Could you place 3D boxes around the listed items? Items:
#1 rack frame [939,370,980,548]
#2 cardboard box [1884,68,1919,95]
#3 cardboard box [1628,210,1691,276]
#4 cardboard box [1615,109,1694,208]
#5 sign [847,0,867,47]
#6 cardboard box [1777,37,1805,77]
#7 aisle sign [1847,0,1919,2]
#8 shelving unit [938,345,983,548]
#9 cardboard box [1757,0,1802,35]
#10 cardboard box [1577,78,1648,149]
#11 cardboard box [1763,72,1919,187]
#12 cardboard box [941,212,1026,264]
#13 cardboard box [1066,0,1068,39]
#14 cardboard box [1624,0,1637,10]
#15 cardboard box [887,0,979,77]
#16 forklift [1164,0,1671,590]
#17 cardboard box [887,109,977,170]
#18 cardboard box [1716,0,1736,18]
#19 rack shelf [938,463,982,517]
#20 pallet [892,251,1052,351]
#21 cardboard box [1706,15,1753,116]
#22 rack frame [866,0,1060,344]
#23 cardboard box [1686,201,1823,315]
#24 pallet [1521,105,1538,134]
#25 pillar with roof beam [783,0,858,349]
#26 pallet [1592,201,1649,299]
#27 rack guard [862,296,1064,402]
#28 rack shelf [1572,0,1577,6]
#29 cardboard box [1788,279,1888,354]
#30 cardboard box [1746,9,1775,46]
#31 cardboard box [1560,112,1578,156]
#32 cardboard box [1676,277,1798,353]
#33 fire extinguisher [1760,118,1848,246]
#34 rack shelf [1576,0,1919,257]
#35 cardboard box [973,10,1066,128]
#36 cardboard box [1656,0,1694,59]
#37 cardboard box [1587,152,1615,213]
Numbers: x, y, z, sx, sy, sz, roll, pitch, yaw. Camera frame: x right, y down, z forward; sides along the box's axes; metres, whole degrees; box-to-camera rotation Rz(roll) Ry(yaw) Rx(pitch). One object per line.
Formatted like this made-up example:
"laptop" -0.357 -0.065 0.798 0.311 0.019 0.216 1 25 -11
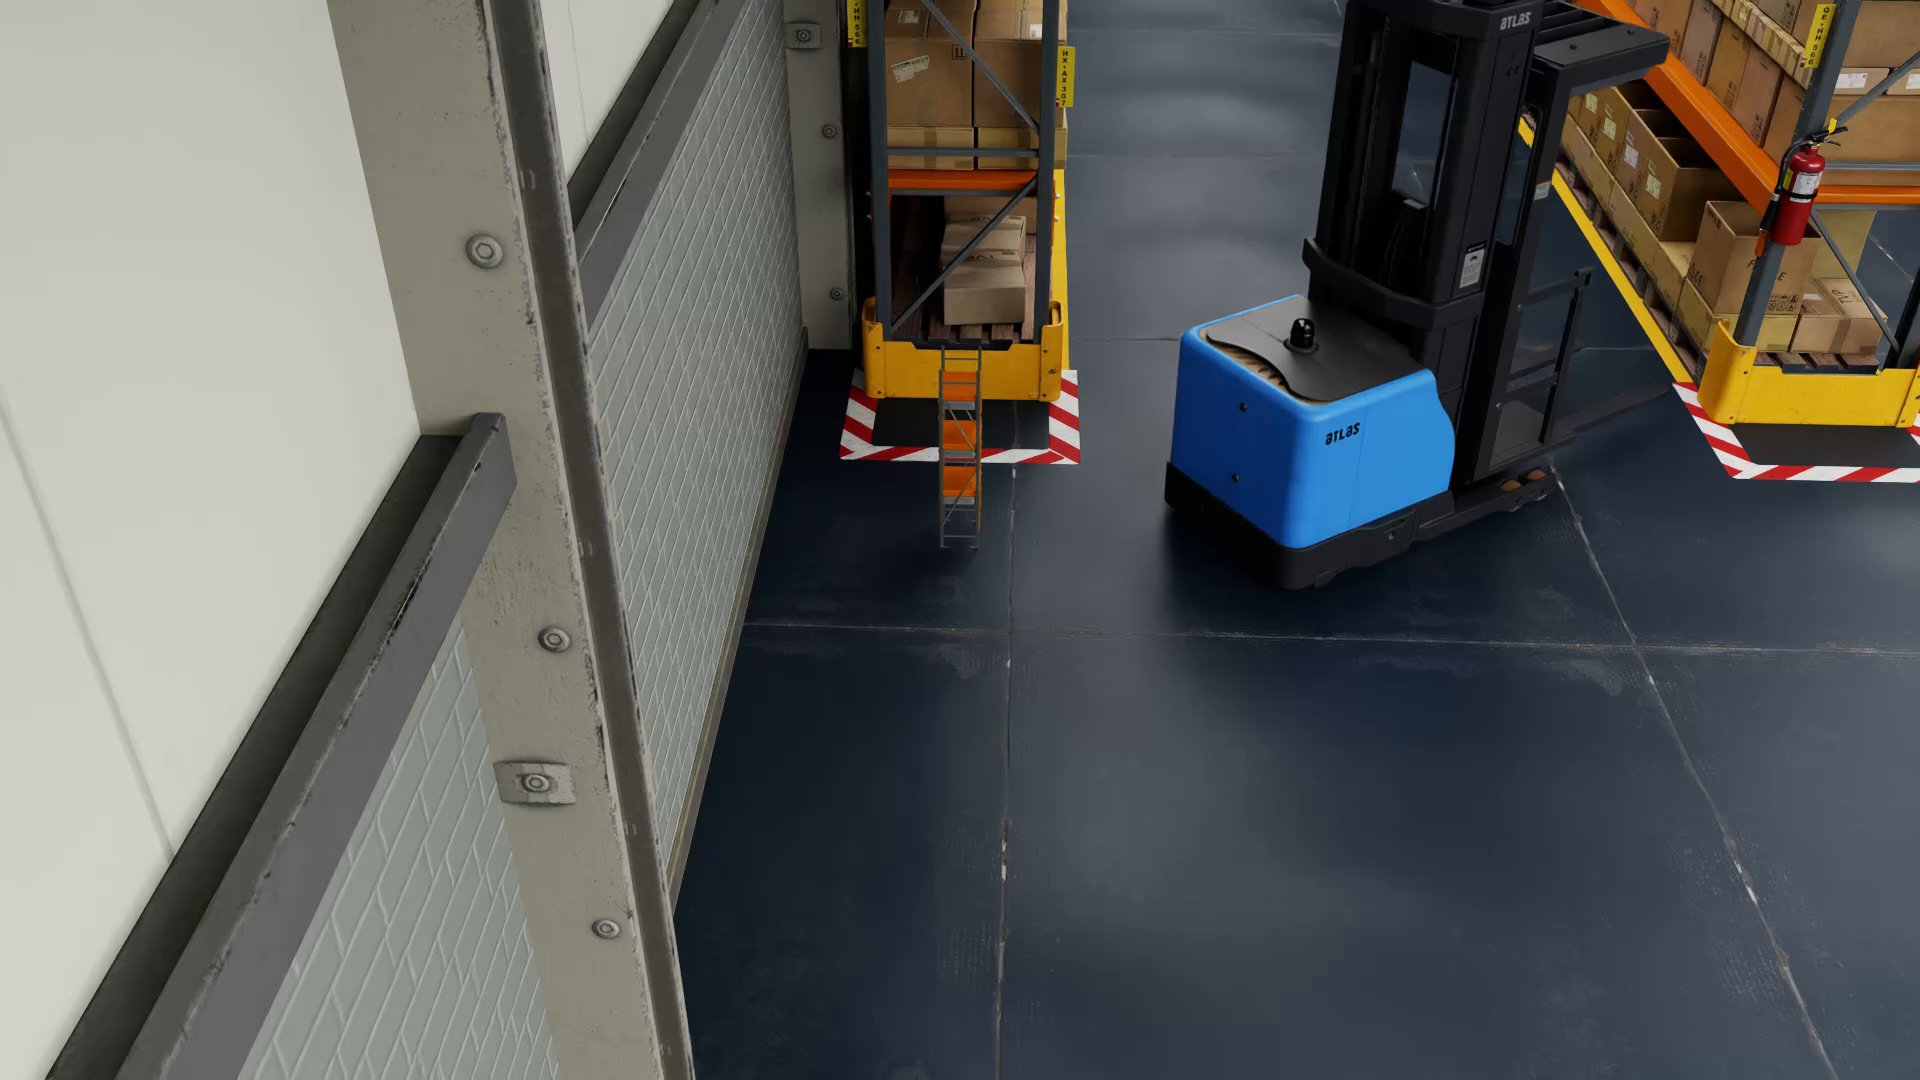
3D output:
"rack frame" -0.003 -0.390 8.338 0.200 1.050 0.008 1 35 2
"cardboard box" 5.195 -2.530 9.036 0.380 0.149 0.250 1 35 2
"cardboard box" 4.717 -1.940 10.874 0.500 0.250 0.500 1 35 2
"cardboard box" 4.735 -2.534 11.067 0.500 0.500 0.500 1 35 2
"sign" -0.540 -2.743 8.708 0.100 0.325 0.005 1 35 2
"cardboard box" 4.798 -2.684 9.255 0.380 0.149 0.250 2 35 3
"aisle sign" 4.668 -3.036 8.146 0.394 0.787 0.004 1 35 2
"shelving unit" 0.002 -0.460 8.438 0.215 1.050 0.252 1 35 2
"cardboard box" 5.013 -3.176 9.390 0.700 0.500 0.500 0 35 1
"cardboard box" 4.781 -3.109 11.884 0.500 0.500 0.500 1 35 2
"cardboard box" 4.996 -2.312 9.290 0.700 0.500 0.500 1 35 2
"cardboard box" 0.155 -1.919 10.773 0.500 0.311 0.500 4 35 6
"cardboard box" 0.391 -3.217 10.125 0.500 0.500 0.500 0 35 0
"cardboard box" 5.113 -4.087 11.816 0.700 0.500 0.500 0 35 1
"cardboard box" -0.149 -2.934 9.723 0.500 0.500 0.500 2 35 3
"forklift" 2.612 -1.589 8.407 3.031 2.935 1.130 -20 40 -26
"cardboard box" -0.161 -2.336 9.523 0.500 0.250 0.500 2 35 3
"cardboard box" 4.840 -3.278 10.100 0.380 0.149 0.250 2 35 3
"rack shelf" 0.002 -0.224 8.603 0.215 0.259 0.240 1 35 2
"pallet" 0.085 -1.484 10.624 1.003 0.211 1.213 1 35 2
"cardboard box" 5.038 -2.899 10.125 0.700 0.500 0.500 2 35 2
"rack frame" 0.014 -2.116 9.097 1.000 3.000 0.127 1 35 2
"cardboard box" 4.688 -1.672 9.840 0.500 0.500 0.500 1 35 2
"pallet" 5.115 -3.585 13.613 1.003 0.211 1.213 1 35 2
"pillar with roof beam" 3.480 -4.893 7.832 9.100 9.000 0.400 1 35 2
"pallet" 5.005 -2.002 11.361 1.003 0.211 1.213 1 35 2
"rack guard" 0.017 -1.137 9.878 1.175 0.500 0.348 1 35 2
"rack shelf" 5.205 -5.156 14.049 1.077 0.370 4.000 1 35 2
"cardboard box" 5.208 -1.353 10.039 0.500 0.250 0.500 1 35 2
"cardboard box" 4.821 -2.975 9.670 0.380 0.149 0.250 2 35 3
"cardboard box" 4.803 -3.089 12.508 0.500 0.250 0.500 1 35 2
"cardboard box" 4.690 -1.365 10.056 0.500 0.250 0.500 1 35 2
"fire extinguisher" 4.495 -1.915 8.879 0.296 0.674 0.183 1 35 2
"rack shelf" 5.044 -2.858 10.780 1.077 0.370 4.000 1 35 2
"cardboard box" 0.334 -2.637 9.300 0.500 0.500 0.500 1 35 2
"cardboard box" 5.074 -3.496 10.975 0.700 0.500 0.500 2 35 3
"cardboard box" 4.753 -2.515 11.691 0.500 0.250 0.500 1 35 2
